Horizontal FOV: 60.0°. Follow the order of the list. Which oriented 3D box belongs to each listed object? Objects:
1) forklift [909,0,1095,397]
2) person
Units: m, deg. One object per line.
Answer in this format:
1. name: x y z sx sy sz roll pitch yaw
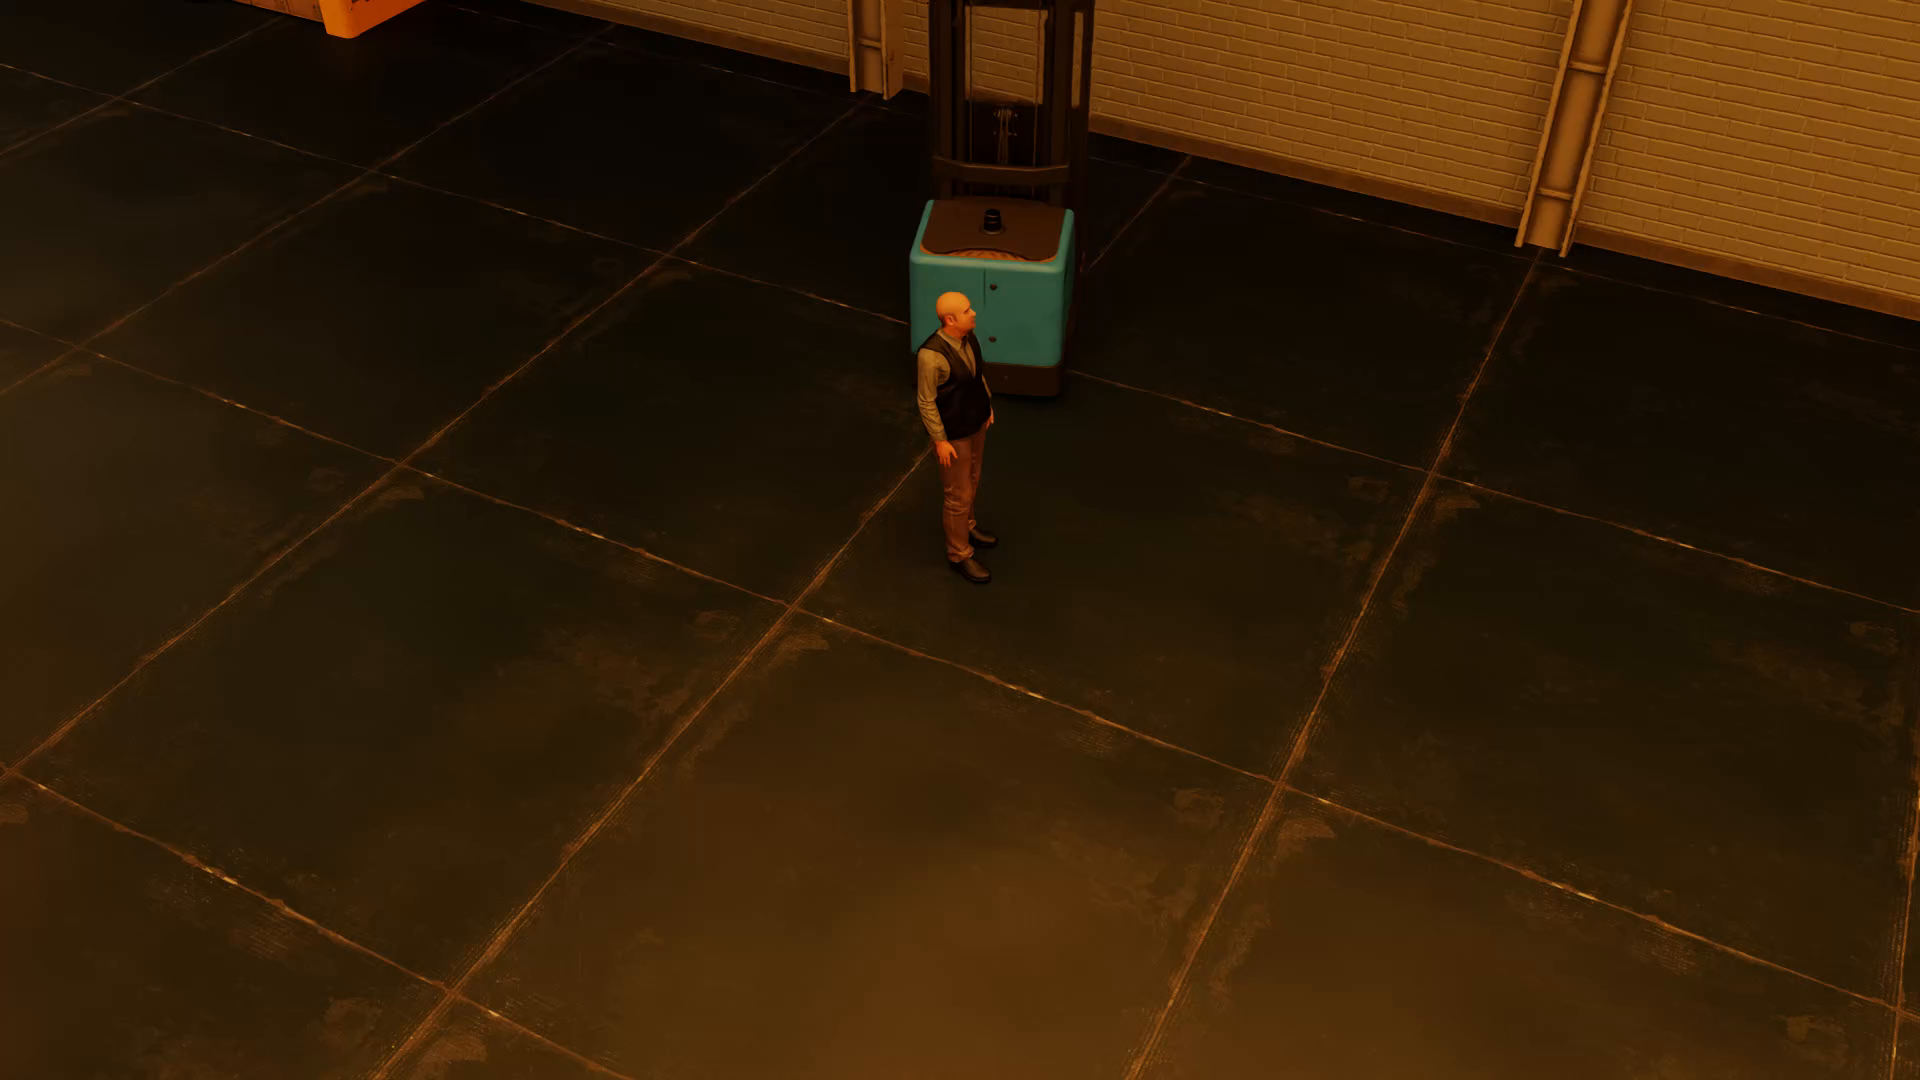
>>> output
1. forklift: 0.373 -3.042 11.598 1.130 2.935 3.031 5 40 6
2. person: 0.051 -0.641 9.675 0.568 1.720 0.632 18 43 21
